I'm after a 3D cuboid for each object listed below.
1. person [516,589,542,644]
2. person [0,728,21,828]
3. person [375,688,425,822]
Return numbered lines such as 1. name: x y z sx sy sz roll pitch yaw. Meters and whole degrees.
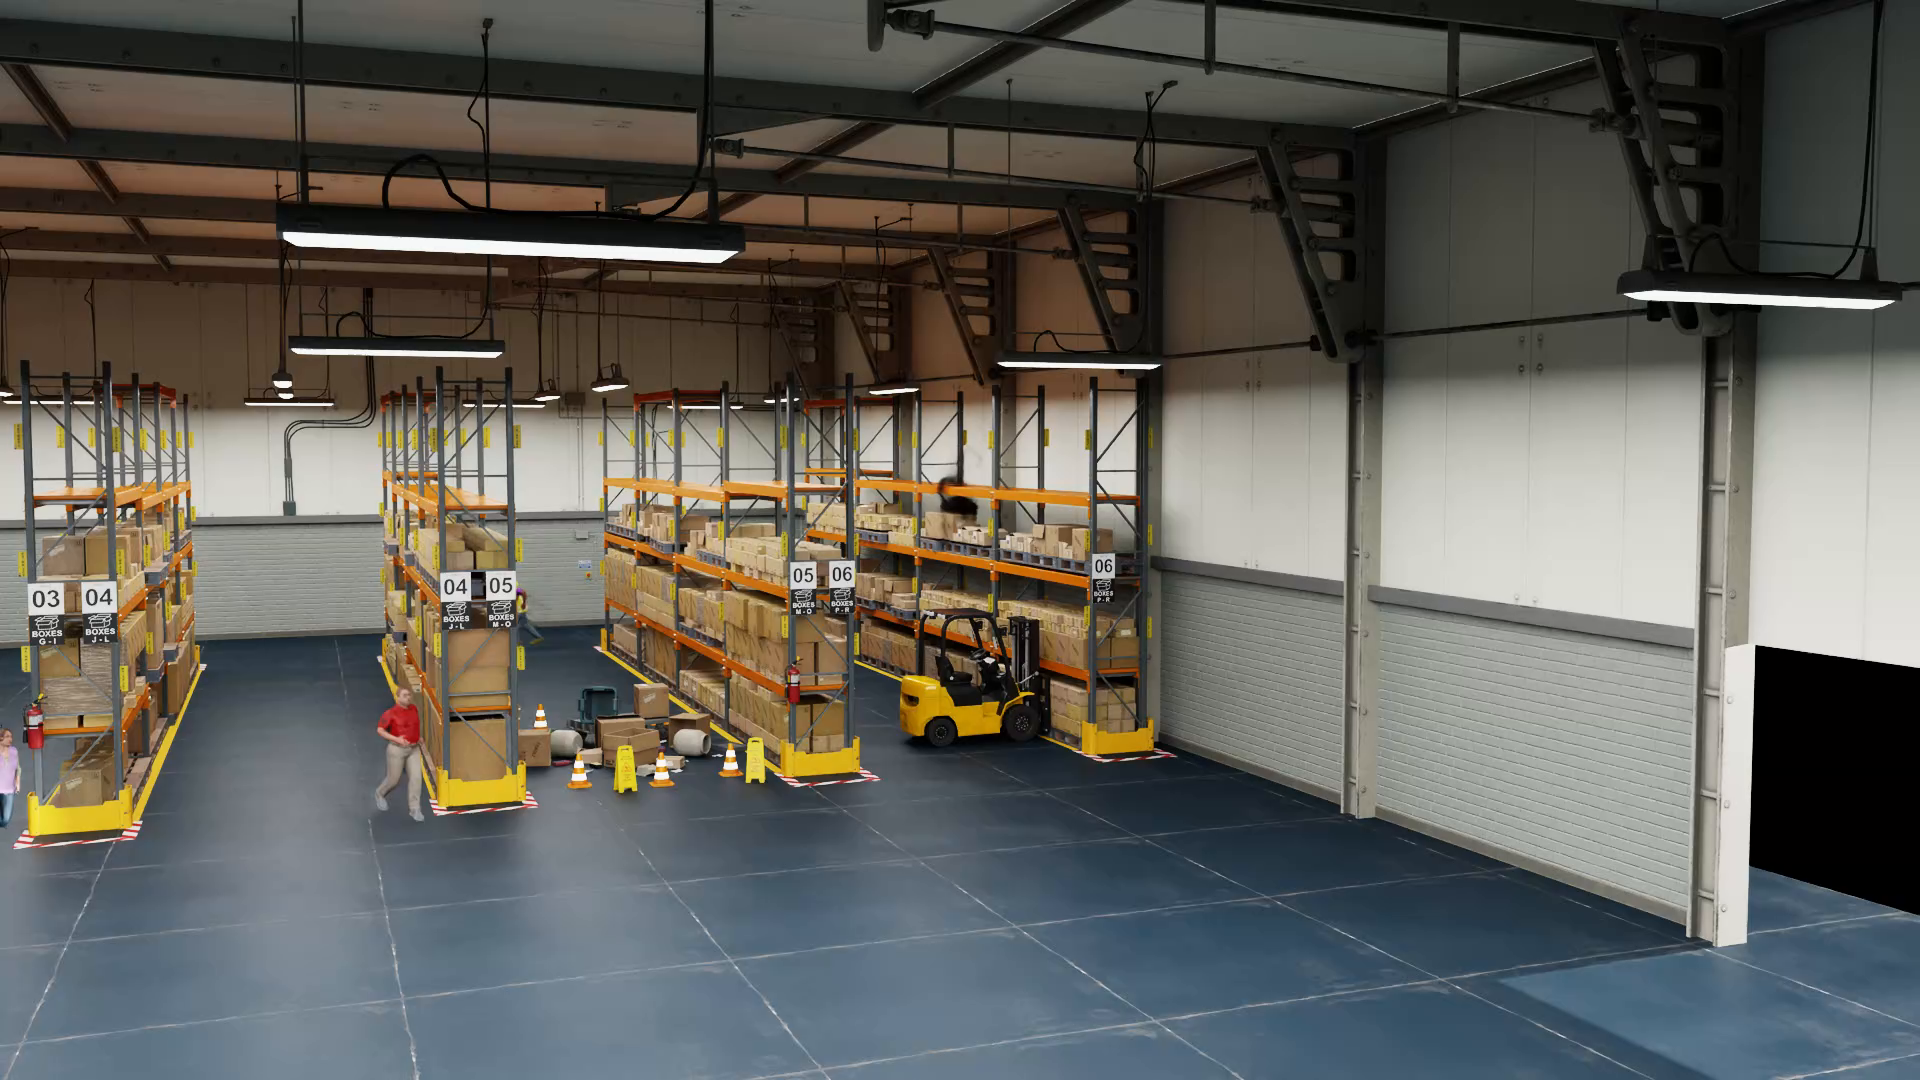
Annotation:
1. person: -10.552 1.792 39.962 1.026 1.715 0.745 -2 4 -28
2. person: -11.605 2.992 20.031 0.545 1.454 0.584 2 4 33
3. person: -7.372 2.818 22.005 0.987 1.732 0.692 3 4 40
